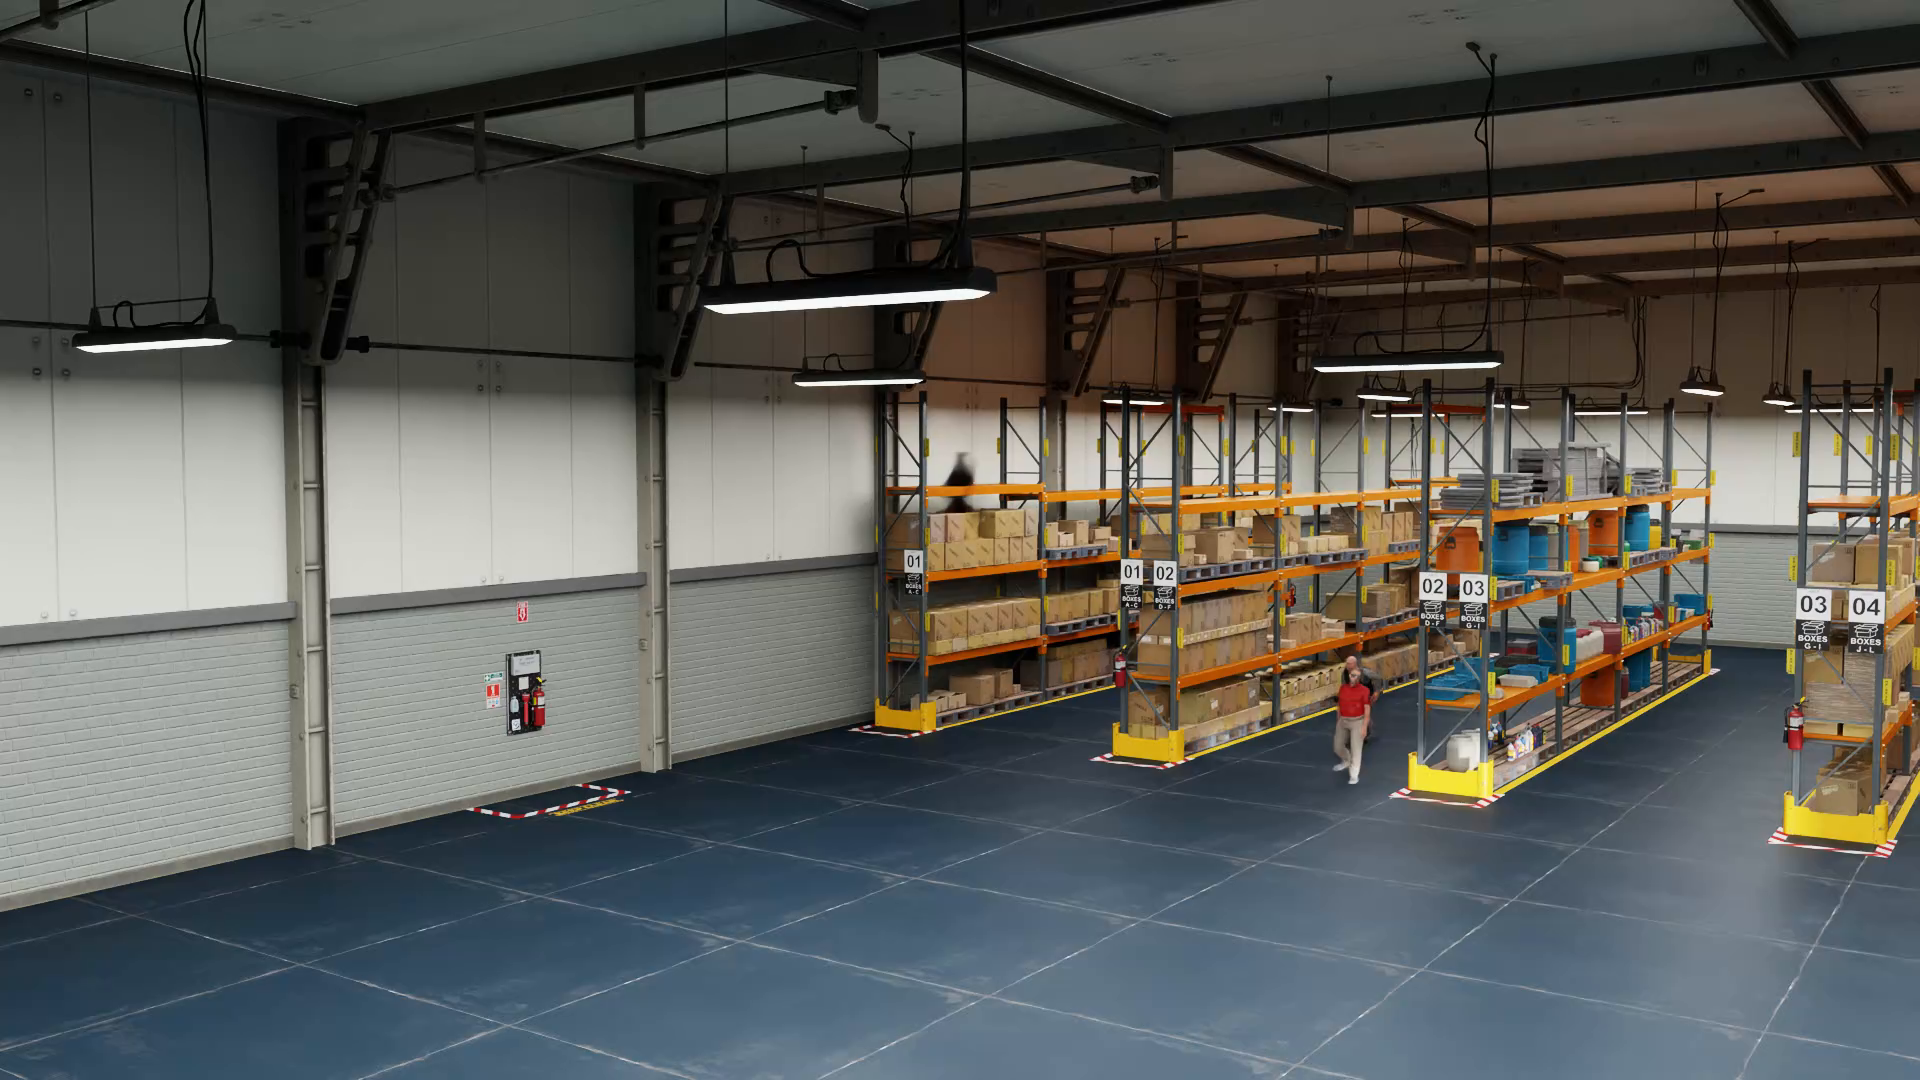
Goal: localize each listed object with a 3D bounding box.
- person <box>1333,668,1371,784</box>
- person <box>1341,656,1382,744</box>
[{"bbox_3d":[5.863,2.758,24.978,0.739,1.714,0.625,3,4,42],"label":"person"},{"bbox_3d":[6.724,2.694,27.848,0.687,1.539,0.824,3,4,40],"label":"person"}]
